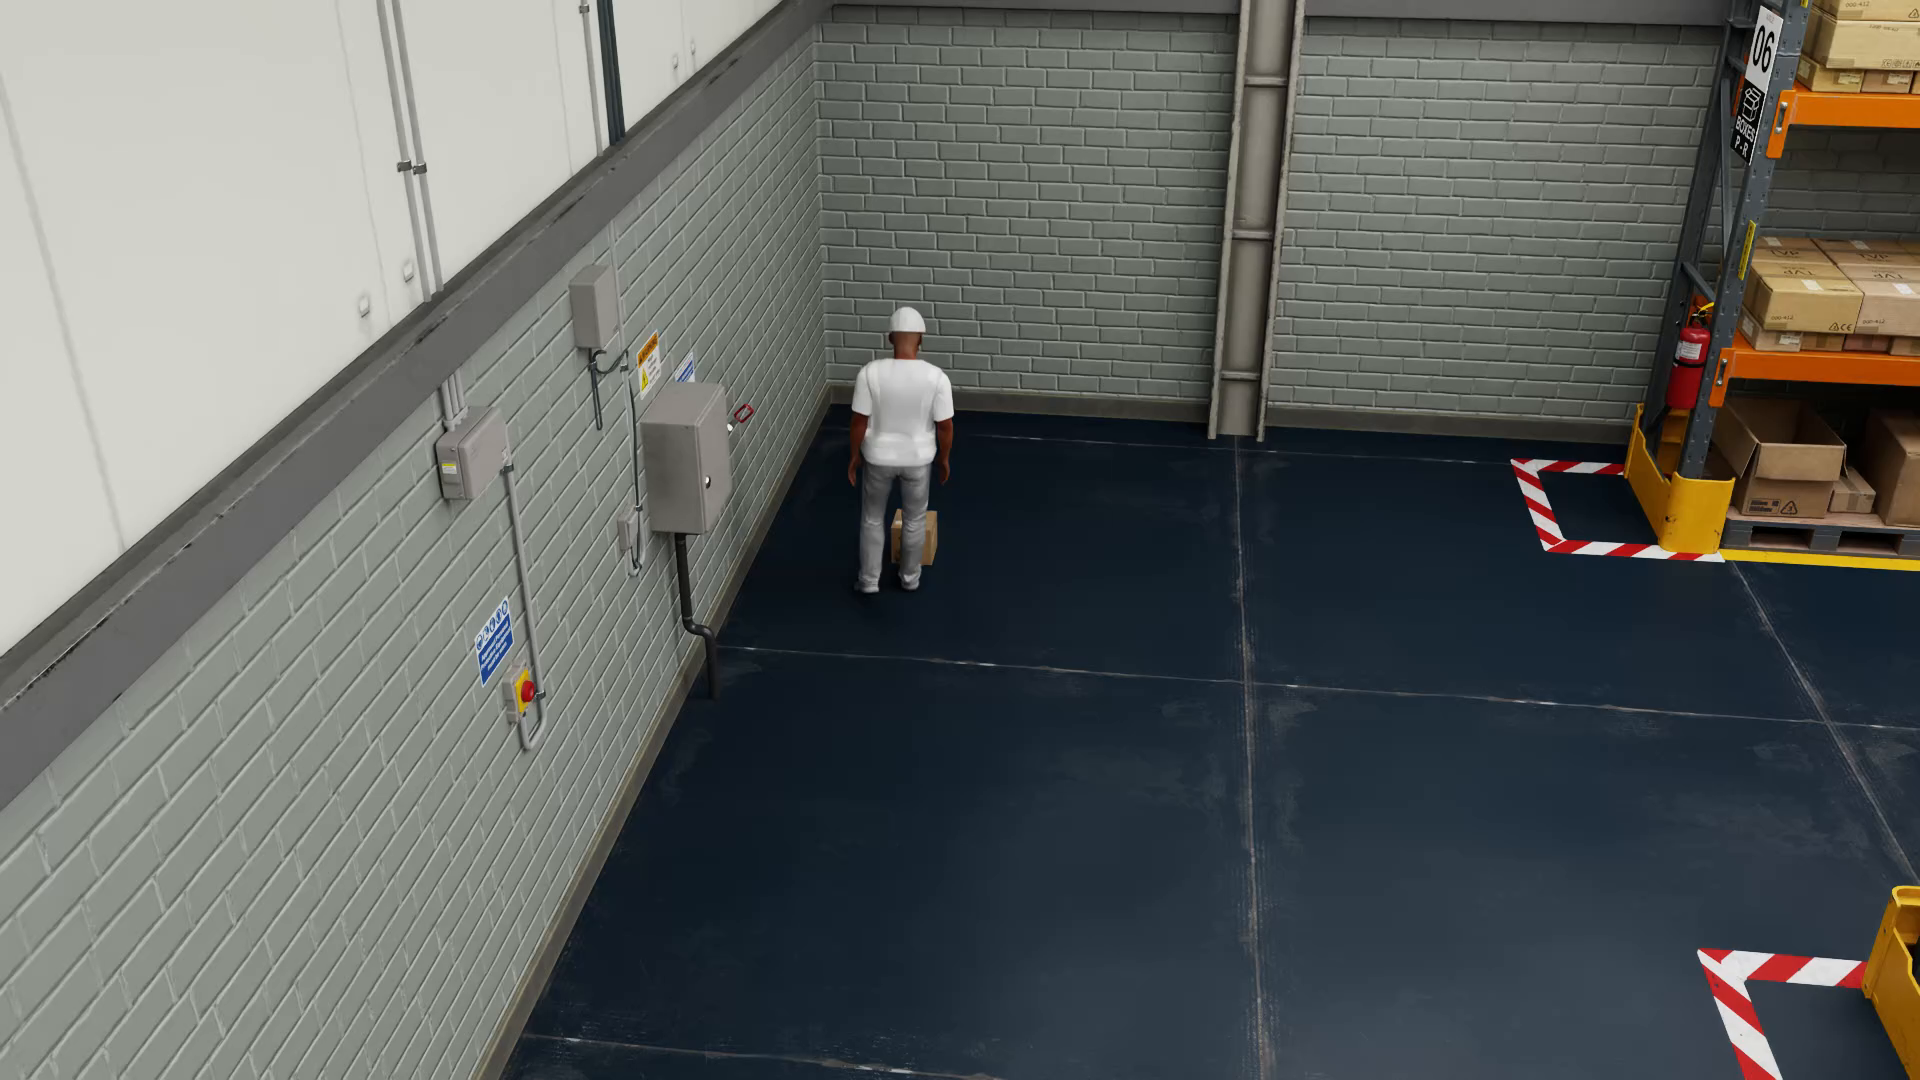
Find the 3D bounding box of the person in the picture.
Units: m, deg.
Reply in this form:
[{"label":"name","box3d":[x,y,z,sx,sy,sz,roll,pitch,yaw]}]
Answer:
[{"label":"person","box3d":[-0.335,-0.482,9.503,0.605,1.819,0.496,0,28,1]}]
